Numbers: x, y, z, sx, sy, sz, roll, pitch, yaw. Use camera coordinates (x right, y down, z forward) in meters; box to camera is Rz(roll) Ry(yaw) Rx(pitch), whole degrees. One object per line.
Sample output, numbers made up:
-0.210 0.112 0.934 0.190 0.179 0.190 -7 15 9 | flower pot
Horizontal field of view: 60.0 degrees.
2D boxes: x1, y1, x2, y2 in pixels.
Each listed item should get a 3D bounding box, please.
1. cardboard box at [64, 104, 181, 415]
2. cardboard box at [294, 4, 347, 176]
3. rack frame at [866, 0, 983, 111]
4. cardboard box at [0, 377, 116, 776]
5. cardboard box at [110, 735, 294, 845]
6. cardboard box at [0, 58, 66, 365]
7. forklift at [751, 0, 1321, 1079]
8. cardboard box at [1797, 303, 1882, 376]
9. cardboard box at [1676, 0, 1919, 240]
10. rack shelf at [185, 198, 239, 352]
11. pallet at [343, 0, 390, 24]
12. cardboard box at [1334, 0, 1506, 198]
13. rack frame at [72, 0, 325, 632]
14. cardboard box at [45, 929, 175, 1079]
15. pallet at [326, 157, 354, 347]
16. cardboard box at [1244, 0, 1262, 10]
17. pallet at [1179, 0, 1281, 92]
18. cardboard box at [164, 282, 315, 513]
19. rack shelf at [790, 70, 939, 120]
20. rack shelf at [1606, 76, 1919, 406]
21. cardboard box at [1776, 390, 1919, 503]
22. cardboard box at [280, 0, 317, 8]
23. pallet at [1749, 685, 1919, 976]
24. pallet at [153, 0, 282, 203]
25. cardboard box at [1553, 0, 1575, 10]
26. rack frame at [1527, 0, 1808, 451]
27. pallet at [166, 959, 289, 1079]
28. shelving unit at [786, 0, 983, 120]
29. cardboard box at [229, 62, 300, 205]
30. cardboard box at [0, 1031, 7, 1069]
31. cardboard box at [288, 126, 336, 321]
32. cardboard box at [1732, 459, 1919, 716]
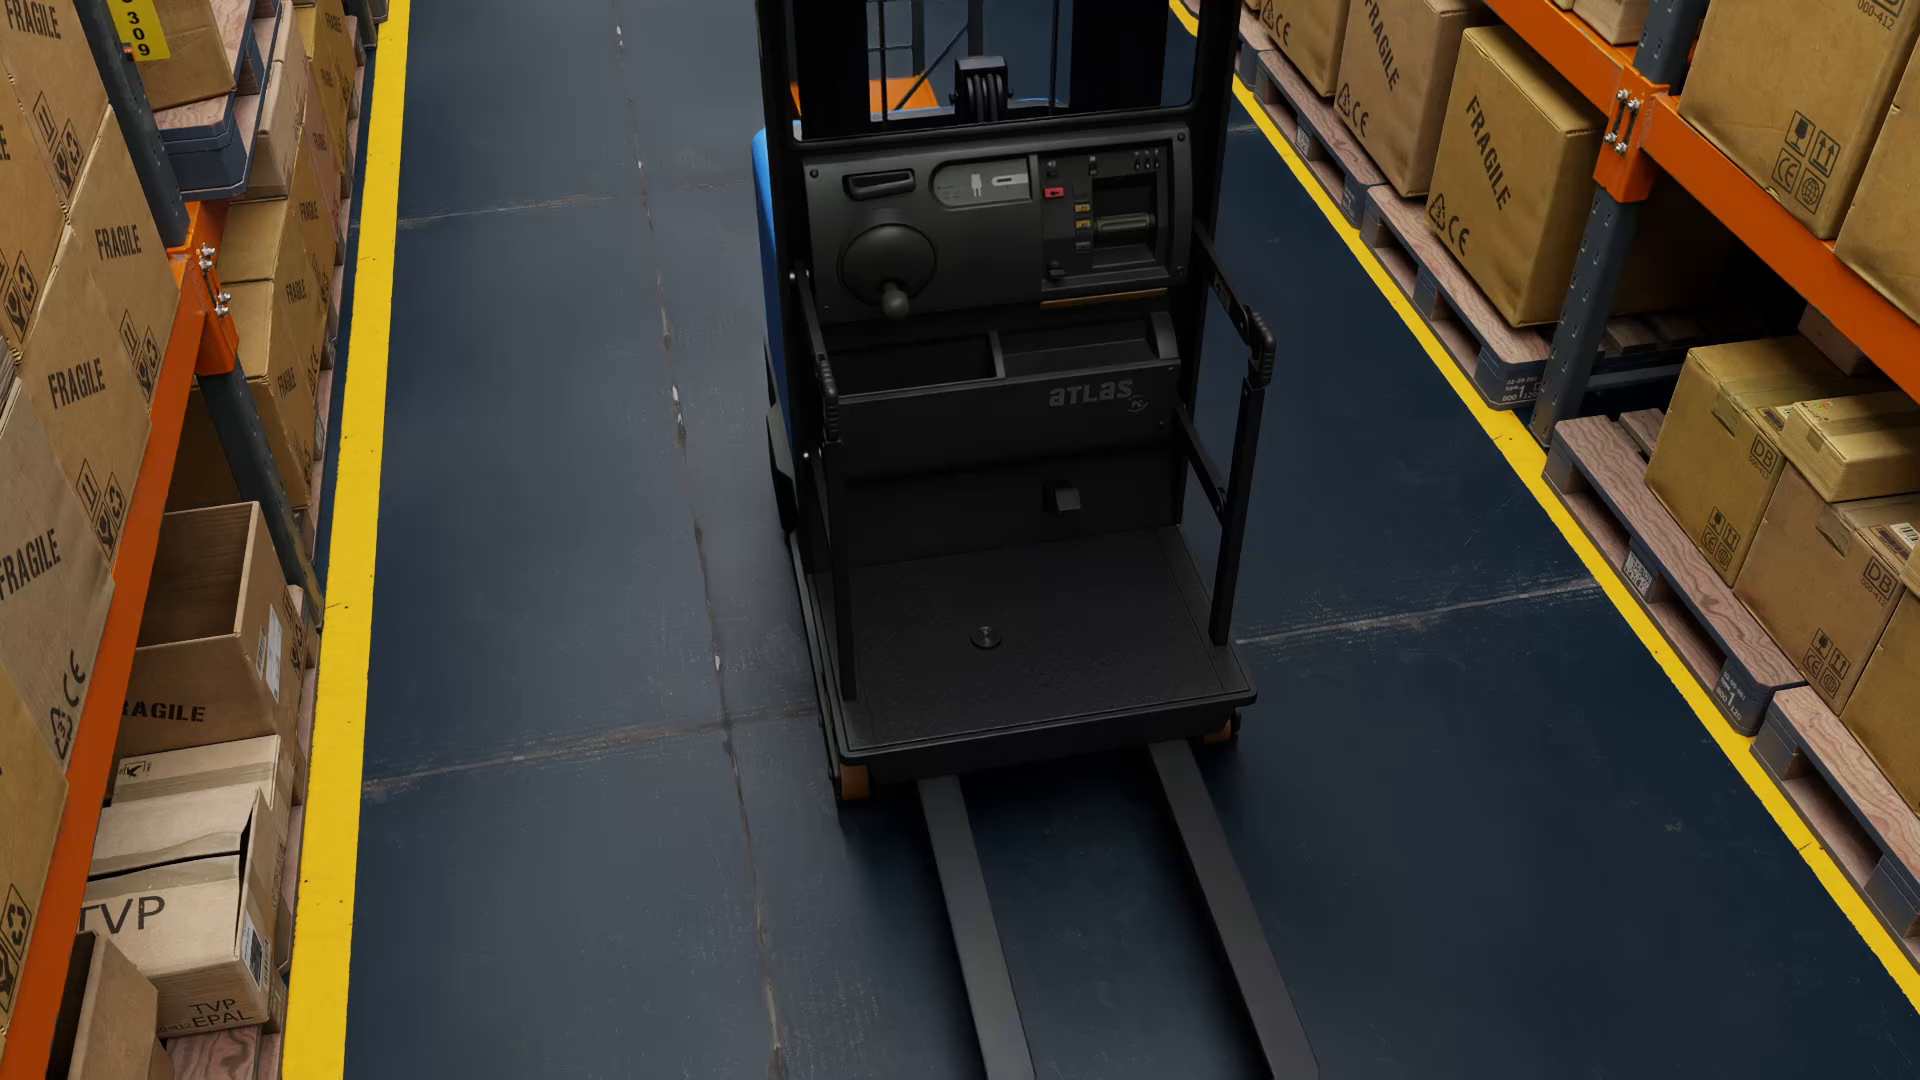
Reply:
-2.040 -0.571 3.559 0.500 0.500 0.500 -8 42 -9 | cardboard box
-2.719 -1.735 6.497 0.500 0.500 0.500 -10 43 -11 | cardboard box
-0.179 -1.151 5.417 0.500 1.500 0.032 -8 42 -9 | rack frame
-1.814 0.095 2.808 0.500 0.500 0.500 -7 42 -8 | cardboard box
-1.859 0.644 4.081 0.380 0.149 0.250 -8 42 -9 | cardboard box
-1.923 -0.610 2.849 0.500 0.500 0.500 -9 42 -10 | cardboard box
0.145 -0.671 3.798 1.130 2.935 3.031 -8 42 -9 | forklift
2.662 -0.621 4.768 0.380 0.149 0.250 -9 42 -10 | cardboard box
2.539 -1.291 4.219 0.980 0.700 0.700 -8 42 -9 | cardboard box
-2.830 -1.848 5.615 1.077 0.370 4.000 -8 42 -9 | rack shelf
-3.401 -2.910 8.369 1.003 0.211 1.213 -8 42 -9 | pallet
1.976 -1.865 6.394 0.750 0.750 0.750 -7 42 -8 | cardboard box
-2.398 -0.821 3.915 1.000 3.000 0.127 -8 42 -9 | rack frame
-1.988 1.165 3.227 0.797 0.503 0.637 -8 42 -9 | cardboard box
-2.877 -1.092 6.322 1.003 0.211 1.213 -8 42 -9 | pallet
1.605 -2.984 7.655 0.750 0.750 0.750 -9 42 -10 | cardboard box
1.671 -2.561 7.977 1.003 0.211 1.213 -8 42 -9 | pallet
-2.265 -0.399 4.992 0.500 0.500 0.500 -10 43 -11 | cardboard box
-0.280 -1.347 5.909 0.538 0.185 1.000 -8 42 -9 | rack shelf
2.870 0.032 3.496 1.077 0.370 4.000 -8 42 -9 | rack shelf
2.395 -0.250 4.351 0.380 0.149 0.250 -7 42 -8 | cardboard box
-2.814 -2.316 6.586 0.500 0.250 0.500 -7 42 -8 | cardboard box
2.792 0.806 4.183 1.003 0.211 1.213 -8 42 -9 | pallet
-2.464 -1.283 4.580 1.003 0.211 1.213 -8 42 -9 | pallet
2.011 -1.786 5.176 0.380 0.149 0.250 -8 42 -8 | cardboard box
2.438 -1.533 4.718 1.000 3.000 0.127 -8 42 -9 | rack frame
-1.984 1.460 3.447 1.003 0.211 1.213 -8 42 -9 | pallet
-0.278 -1.476 5.783 0.587 1.500 1.083 -8 42 -9 | shelving unit
-2.480 -1.328 5.473 0.500 0.250 0.500 -8 42 -9 | cardboard box
-1.595 0.750 2.071 0.500 0.500 0.500 -8 42 -9 | cardboard box
-2.491 -1.068 5.746 0.500 0.500 0.500 -8 42 -9 | cardboard box
2.604 0.070 4.478 0.700 0.500 0.500 -9 42 -10 | cardboard box
